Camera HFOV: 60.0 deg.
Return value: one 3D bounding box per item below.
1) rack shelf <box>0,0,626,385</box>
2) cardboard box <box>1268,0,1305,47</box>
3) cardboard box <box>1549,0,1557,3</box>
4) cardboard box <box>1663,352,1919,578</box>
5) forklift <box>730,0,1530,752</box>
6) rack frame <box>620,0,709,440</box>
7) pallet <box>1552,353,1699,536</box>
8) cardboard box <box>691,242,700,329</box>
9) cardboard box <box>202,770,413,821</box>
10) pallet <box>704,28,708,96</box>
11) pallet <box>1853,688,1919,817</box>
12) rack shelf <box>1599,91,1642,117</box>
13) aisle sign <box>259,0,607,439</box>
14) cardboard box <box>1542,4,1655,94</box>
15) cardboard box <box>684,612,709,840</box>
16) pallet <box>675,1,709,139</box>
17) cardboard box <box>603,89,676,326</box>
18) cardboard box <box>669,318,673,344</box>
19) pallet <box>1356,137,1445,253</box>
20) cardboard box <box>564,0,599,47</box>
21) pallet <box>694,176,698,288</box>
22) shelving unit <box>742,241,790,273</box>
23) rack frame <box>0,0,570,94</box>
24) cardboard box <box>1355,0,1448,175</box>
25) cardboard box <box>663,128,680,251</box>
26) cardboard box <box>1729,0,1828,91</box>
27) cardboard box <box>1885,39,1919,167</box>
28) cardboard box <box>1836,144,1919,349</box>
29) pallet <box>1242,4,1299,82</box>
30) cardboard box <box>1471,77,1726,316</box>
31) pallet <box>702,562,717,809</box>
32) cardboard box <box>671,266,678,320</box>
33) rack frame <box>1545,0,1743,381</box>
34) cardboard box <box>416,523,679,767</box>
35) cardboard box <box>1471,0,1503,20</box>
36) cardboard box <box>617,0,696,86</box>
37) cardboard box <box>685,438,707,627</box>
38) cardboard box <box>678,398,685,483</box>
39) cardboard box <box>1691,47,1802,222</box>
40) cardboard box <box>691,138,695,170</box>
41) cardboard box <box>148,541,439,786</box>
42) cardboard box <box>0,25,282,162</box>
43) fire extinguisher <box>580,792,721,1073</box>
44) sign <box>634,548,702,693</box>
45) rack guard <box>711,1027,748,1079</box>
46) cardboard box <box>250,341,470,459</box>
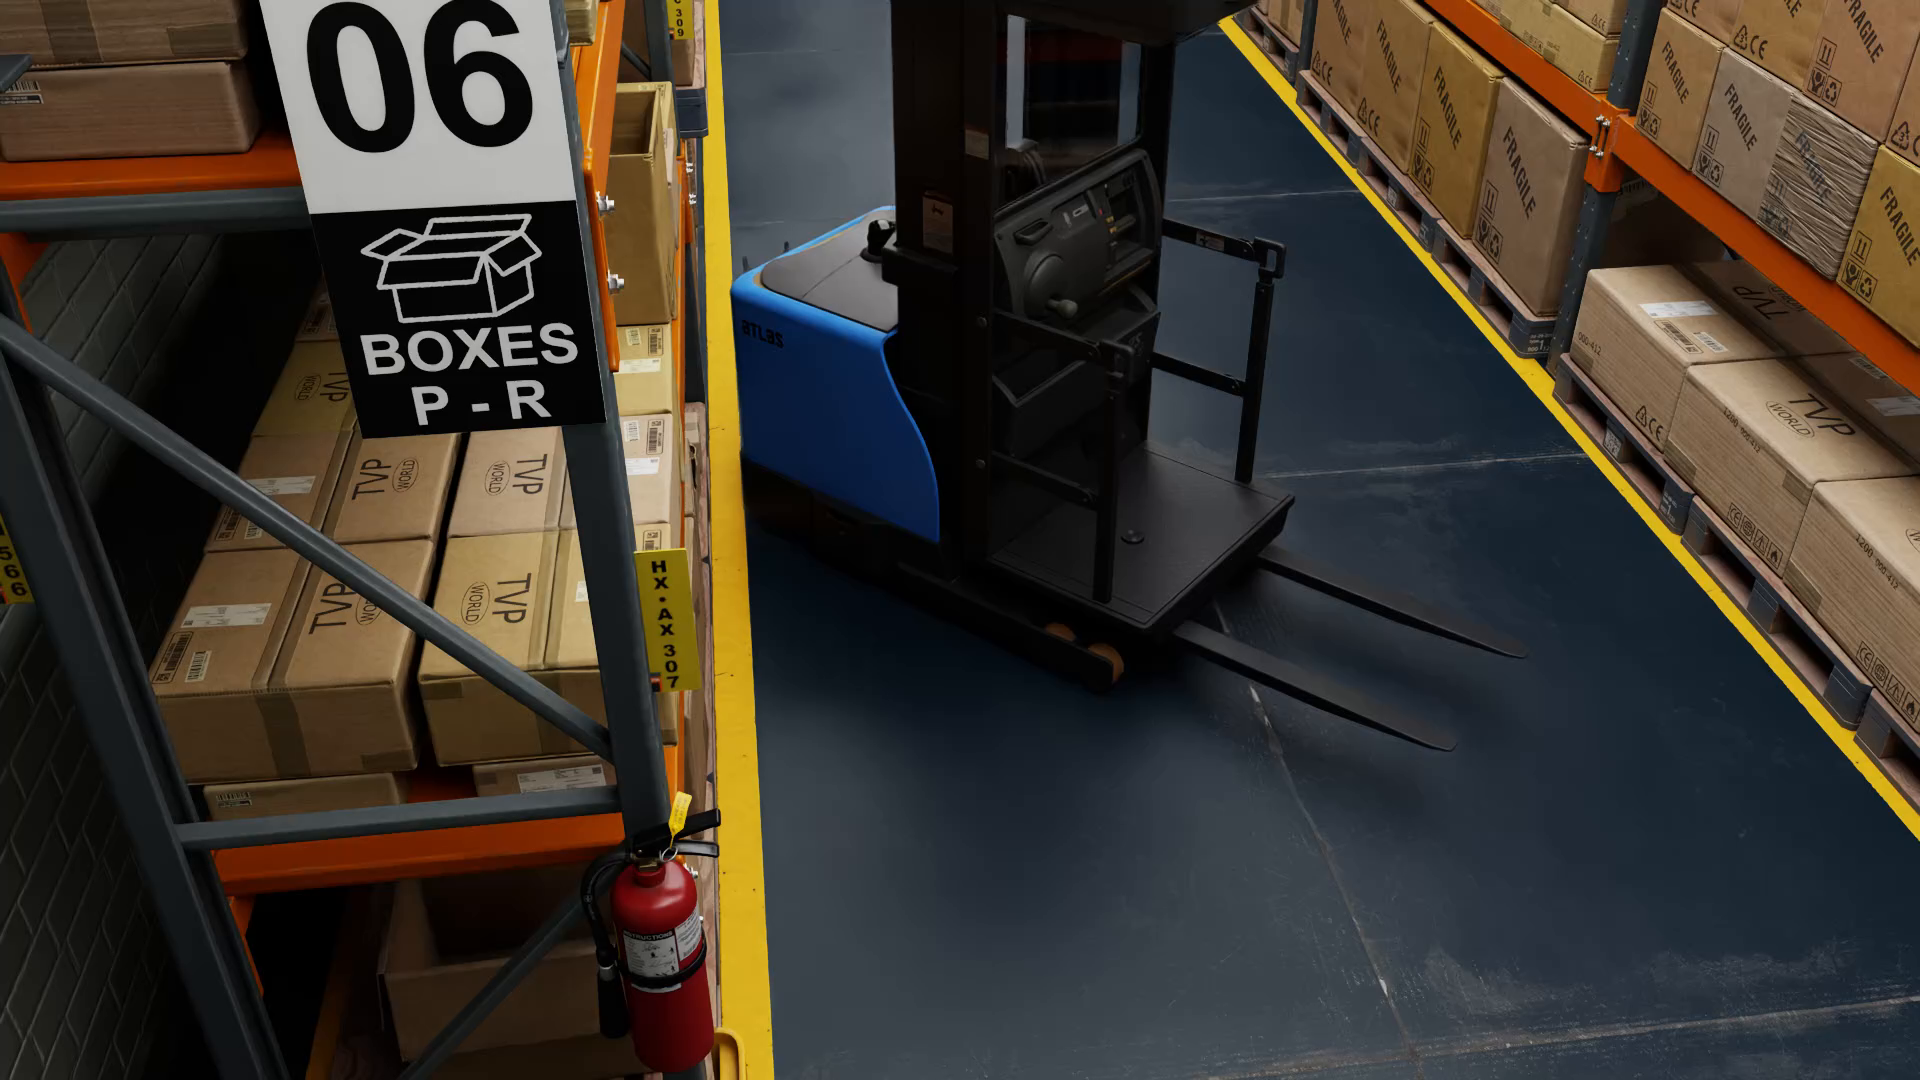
[{"bbox_3d":[-1.351,-1.506,4.271,1.077,0.370,4.000,-4,35,-6],"label":"rack shelf"},{"bbox_3d":[2.694,-3.693,11.467,0.950,0.372,0.625,-7,35,-10],"label":"cardboard box"},{"bbox_3d":[2.923,-2.708,7.750,0.500,0.250,0.500,-4,34,-5],"label":"cardboard box"},{"bbox_3d":[3.397,-0.314,6.450,0.875,0.438,0.875,-5,35,-8],"label":"cardboard box"},{"bbox_3d":[0.586,-1.015,5.637,3.031,2.935,1.130,23,41,30],"label":"forklift"},{"bbox_3d":[-1.620,-1.680,6.551,1.000,3.000,0.127,-4,35,-6],"label":"rack frame"},{"bbox_3d":[3.323,-0.475,7.260,1.003,0.211,1.213,-4,35,-6],"label":"pallet"},{"bbox_3d":[-1.462,-1.107,7.558,0.500,0.500,0.500,-3,34,-4],"label":"cardboard box"},{"bbox_3d":[-1.393,0.492,3.588,0.380,0.149,0.250,-5,35,-7],"label":"cardboard box"},{"bbox_3d":[-2.230,-3.222,11.290,1.003,0.211,1.213,-4,35,-6],"label":"pallet"},{"bbox_3d":[3.651,0.887,5.262,1.003,0.211,1.213,-4,35,-6],"label":"pallet"},{"bbox_3d":[3.029,-2.957,8.891,0.919,0.124,3.809,-4,35,-6],"label":"rack shelf"},{"bbox_3d":[-0.782,-0.506,2.520,0.394,0.787,0.004,-4,35,-6],"label":"aisle sign"},{"bbox_3d":[2.988,-2.227,7.487,0.500,0.250,0.500,-5,35,-8],"label":"cardboard box"},{"bbox_3d":[-1.147,0.583,5.077,0.700,0.500,0.500,-3,34,-4],"label":"cardboard box"},{"bbox_3d":[-1.620,-2.054,7.272,1.003,0.211,1.213,-4,35,-6],"label":"pallet"},{"bbox_3d":[-1.078,-0.929,4.653,0.500,0.500,0.500,-4,34,-5],"label":"cardboard box"},{"bbox_3d":[-1.106,-0.630,4.880,0.500,0.250,0.500,-5,35,-8],"label":"cardboard box"},{"bbox_3d":[2.952,-2.013,9.516,1.003,0.211,1.213,-4,35,-6],"label":"pallet"},{"bbox_3d":[-0.871,-1.016,2.783,0.500,0.250,0.500,-5,35,-7],"label":"cardboard box"},{"bbox_3d":[-1.934,-1.661,8.999,1.003,0.211,1.213,-4,35,-6],"label":"pallet"},{"bbox_3d":[-0.711,-0.793,7.099,0.258,0.900,0.210,-28,37,-35],"label":"shelving unit"},{"bbox_3d":[-1.082,-1.927,1.586,1.000,3.000,0.127,-4,35,-6],"label":"rack frame"},{"bbox_3d":[2.886,-2.696,9.556,0.875,0.875,0.875,-4,34,-6],"label":"cardboard box"},{"bbox_3d":[-1.228,-1.196,5.711,0.500,0.250,0.500,-4,35,-6],"label":"cardboard box"},{"bbox_3d":[3.184,-1.946,5.965,0.500,0.500,0.500,-5,35,-7],"label":"cardboard box"},{"bbox_3d":[3.307,-1.377,5.131,0.500,0.500,0.500,-5,35,-7],"label":"cardboard box"},{"bbox_3d":[3.295,-0.971,5.422,0.500,0.500,0.500,-3,34,-5],"label":"cardboard box"},{"bbox_3d":[2.656,-3.574,11.806,1.003,0.211,1.213,-4,35,-6],"label":"pallet"},{"bbox_3d":[3.135,-1.693,8.085,0.875,0.875,0.875,-3,34,-5],"label":"cardboard box"},{"bbox_3d":[-1.362,0.538,5.773,1.003,0.211,1.213,-4,35,-6],"label":"pallet"},{"bbox_3d":[-1.141,-0.841,5.544,0.380,0.149,0.250,-5,35,-7],"label":"cardboard box"},{"bbox_3d":[3.298,-2.058,7.106,1.000,3.000,0.127,-4,35,-6],"label":"rack frame"},{"bbox_3d":[-0.876,0.218,3.636,0.500,0.250,0.500,-4,34,-6],"label":"cardboard box"},{"bbox_3d":[2.871,-2.794,8.320,0.500,0.250,0.500,-5,35,-8],"label":"cardboard box"},{"bbox_3d":[-1.464,-2.181,6.826,0.700,0.500,0.500,-4,34,-5],"label":"cardboard box"},{"bbox_3d":[-1.287,0.004,5.927,0.700,0.500,0.500,-6,35,-8],"label":"cardboard box"},{"bbox_3d":[-0.979,-0.271,4.707,0.380,0.149,0.250,-5,35,-8],"label":"cardboard box"},{"bbox_3d":[3.165,-1.536,6.252,0.500,0.500,0.500,-4,34,-6],"label":"cardboard box"},{"bbox_3d":[-1.758,-2.261,9.251,0.500,0.500,0.500,-3,34,-4],"label":"cardboard box"},{"bbox_3d":[-1.407,0.255,3.581,0.500,0.250,0.500,-3,34,-5],"label":"cardboard box"},{"bbox_3d":[-1.355,-0.744,2.738,0.380,0.149,0.250,-3,34,-5],"label":"cardboard box"},{"bbox_3d":[-0.605,0.786,3.333,0.296,0.674,0.183,-4,35,-6],"label":"fire extinguisher"},{"bbox_3d":[-0.545,0.154,3.092,0.100,0.325,0.005,-4,35,-6],"label":"sign"},{"bbox_3d":[-1.093,1.543,4.042,1.175,0.500,0.348,-4,35,-6],"label":"rack guard"},{"bbox_3d":[-1.537,-0.310,4.410,0.500,0.250,0.500,-3,34,-5],"label":"cardboard box"}]
